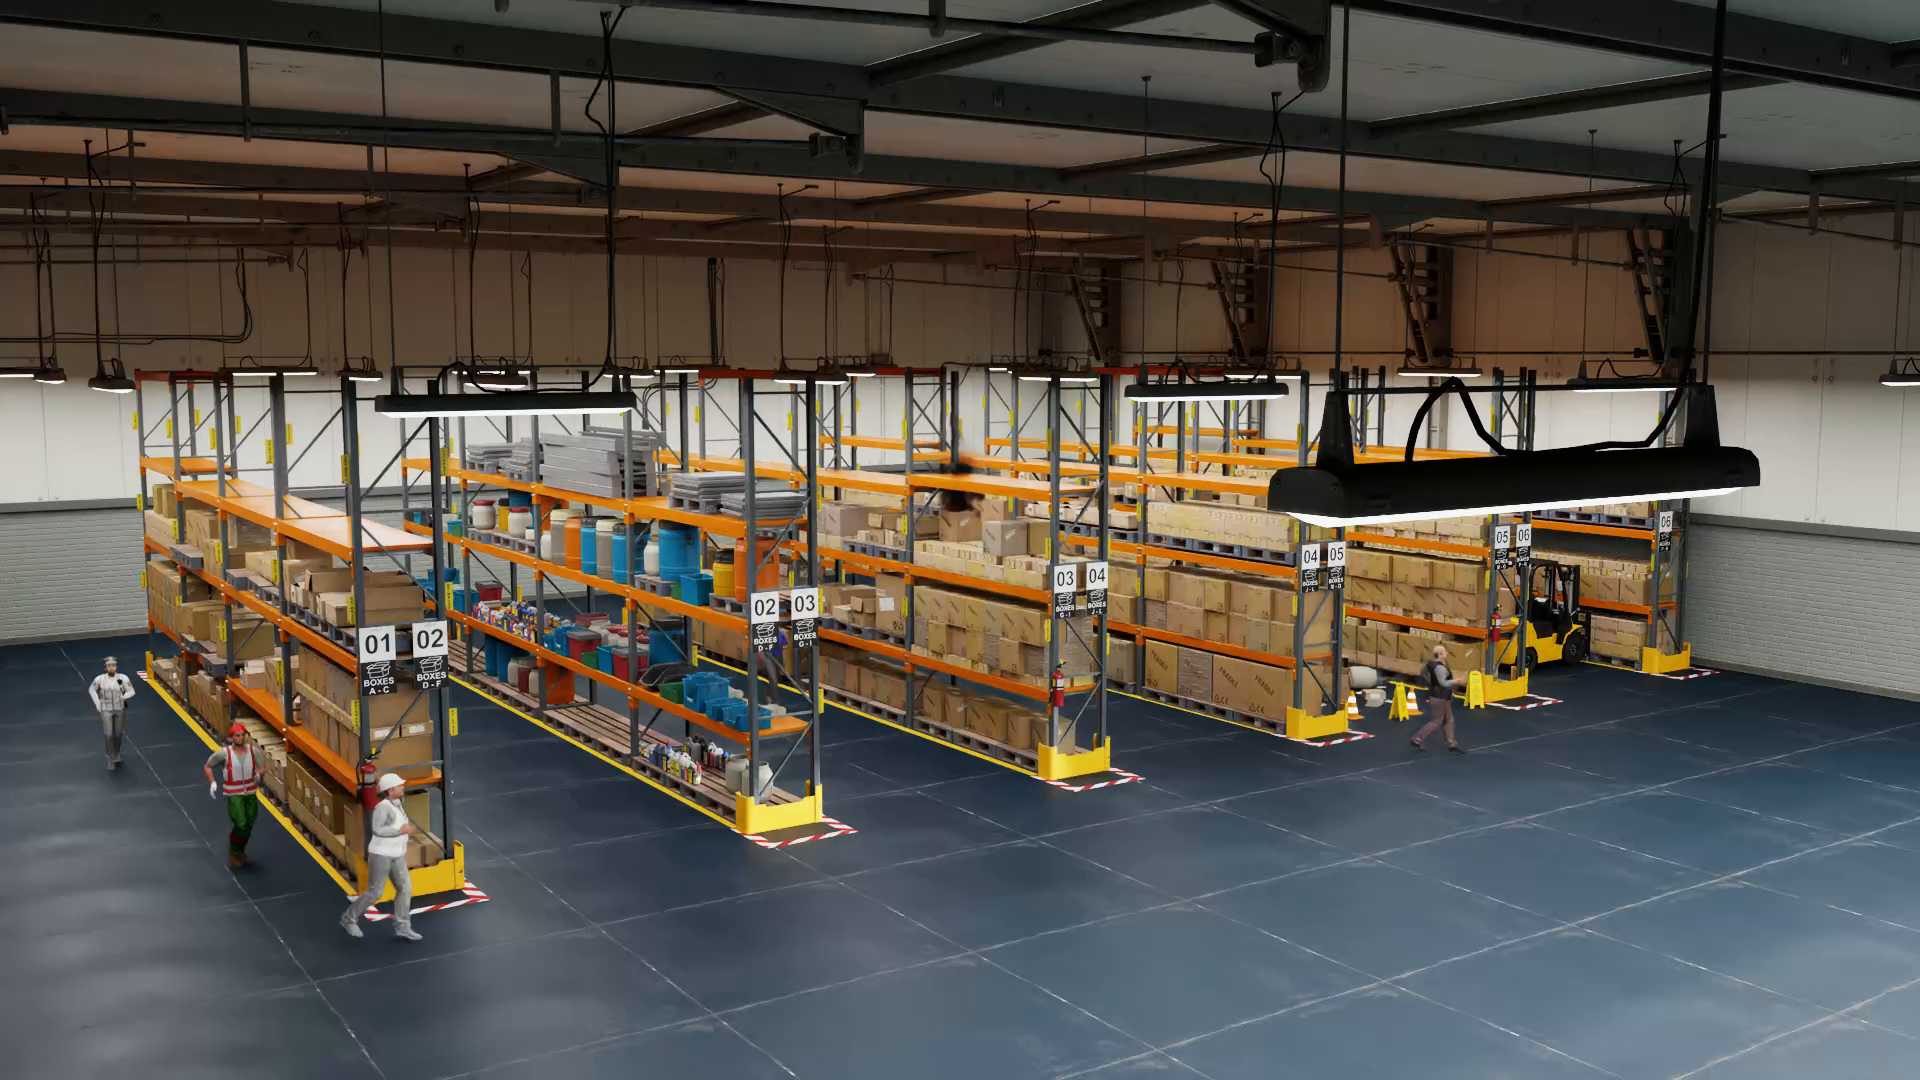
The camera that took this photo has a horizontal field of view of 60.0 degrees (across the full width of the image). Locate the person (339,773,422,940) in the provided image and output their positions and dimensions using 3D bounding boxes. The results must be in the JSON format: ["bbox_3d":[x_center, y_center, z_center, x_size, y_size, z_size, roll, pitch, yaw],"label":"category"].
[{"bbox_3d":[-6.229,3.423,18.096,0.893,1.766,0.678,1,6,6],"label":"person"}]

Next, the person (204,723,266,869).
[{"bbox_3d":[-8.832,3.142,20.427,0.698,1.779,0.654,6,9,44],"label":"person"}]

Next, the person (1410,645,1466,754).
[{"bbox_3d":[7.521,2.512,26.065,0.881,1.738,0.651,1,7,8],"label":"person"}]

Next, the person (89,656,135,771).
[{"bbox_3d":[-12.943,2.647,25.430,0.614,1.778,0.637,-4,8,-31],"label":"person"}]

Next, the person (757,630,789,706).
[{"bbox_3d":[-3.303,2.174,29.392,0.570,1.658,0.929,-5,8,-35],"label":"person"}]
